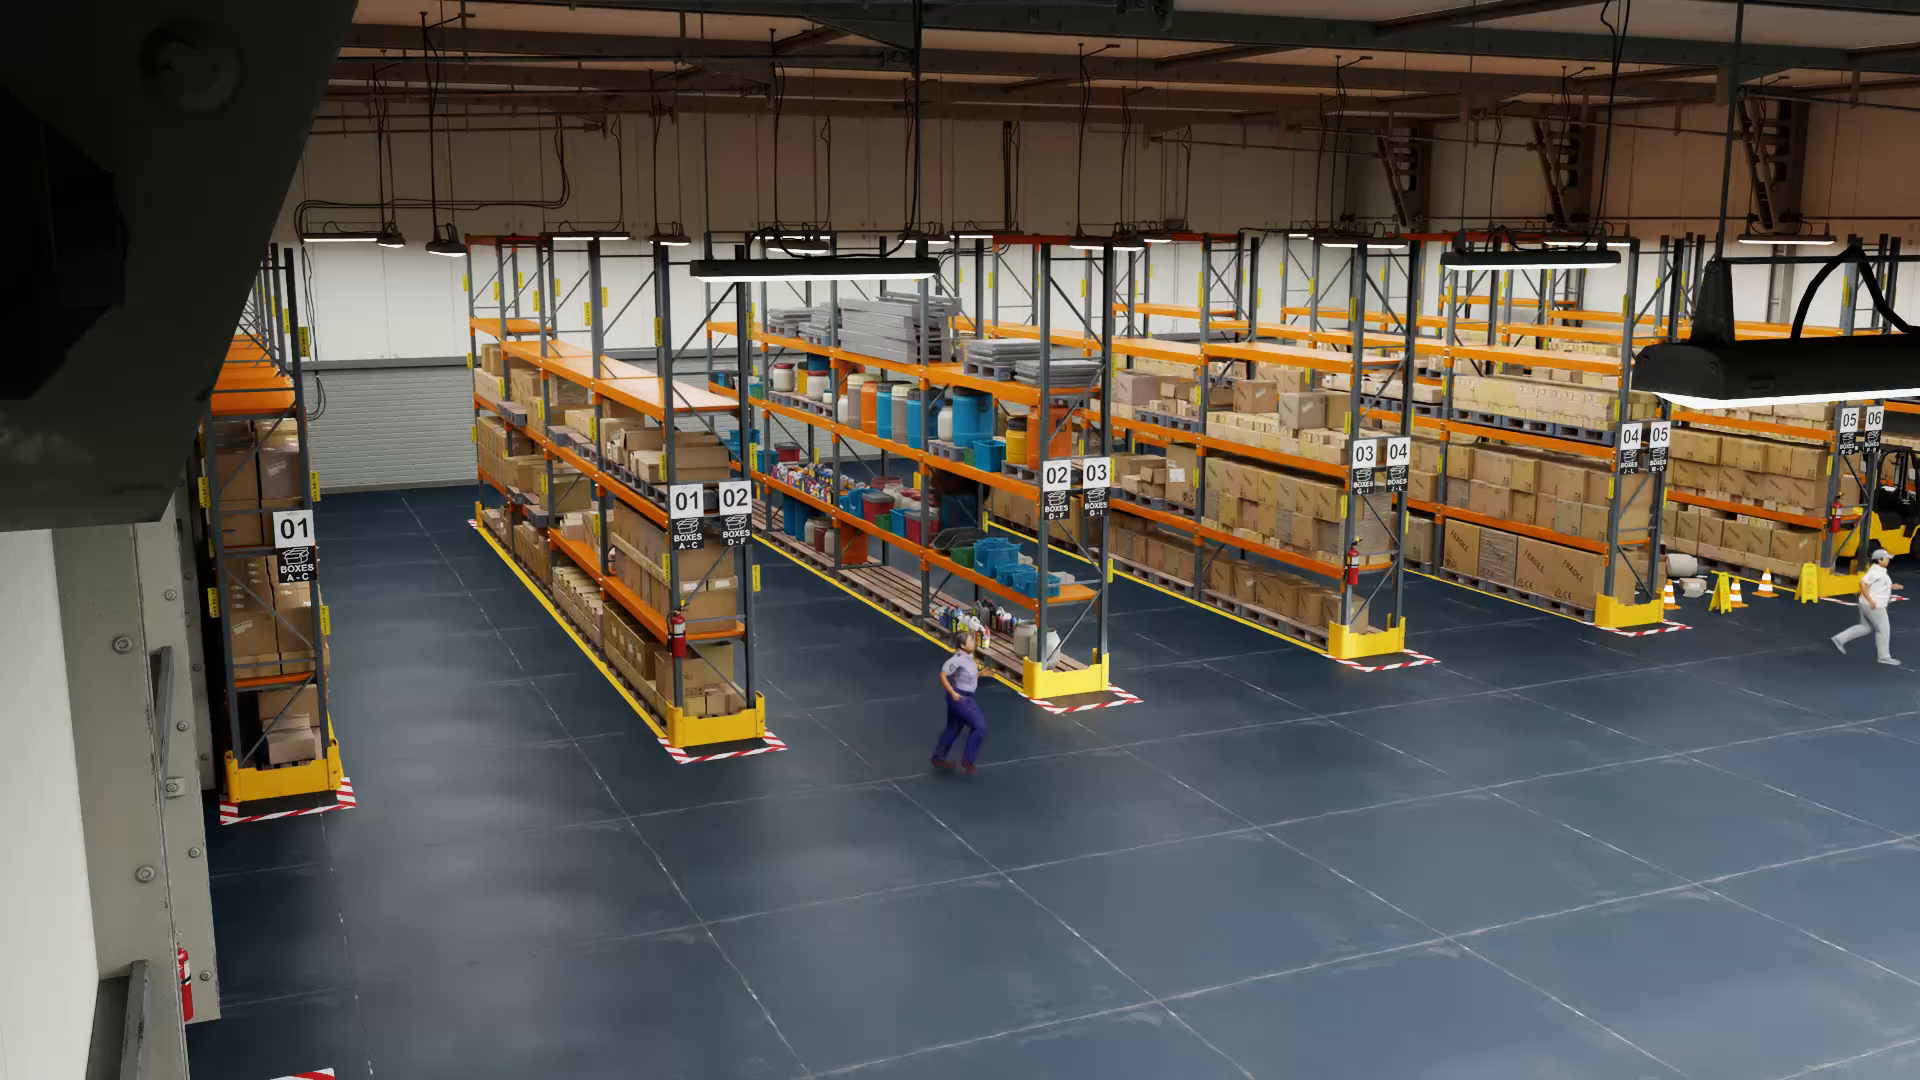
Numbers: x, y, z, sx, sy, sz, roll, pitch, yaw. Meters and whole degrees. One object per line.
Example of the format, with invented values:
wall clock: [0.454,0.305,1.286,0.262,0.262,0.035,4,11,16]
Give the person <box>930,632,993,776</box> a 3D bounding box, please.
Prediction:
person: [0.019,1.892,19.187,0.725,1.707,0.572,0,11,-1]

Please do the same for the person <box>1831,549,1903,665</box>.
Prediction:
person: [13.063,0.938,23.856,0.906,1.650,0.608,5,12,23]

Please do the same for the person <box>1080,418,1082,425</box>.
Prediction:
person: [3.049,-2.341,41.328,0.489,1.516,0.662,-10,15,-40]
